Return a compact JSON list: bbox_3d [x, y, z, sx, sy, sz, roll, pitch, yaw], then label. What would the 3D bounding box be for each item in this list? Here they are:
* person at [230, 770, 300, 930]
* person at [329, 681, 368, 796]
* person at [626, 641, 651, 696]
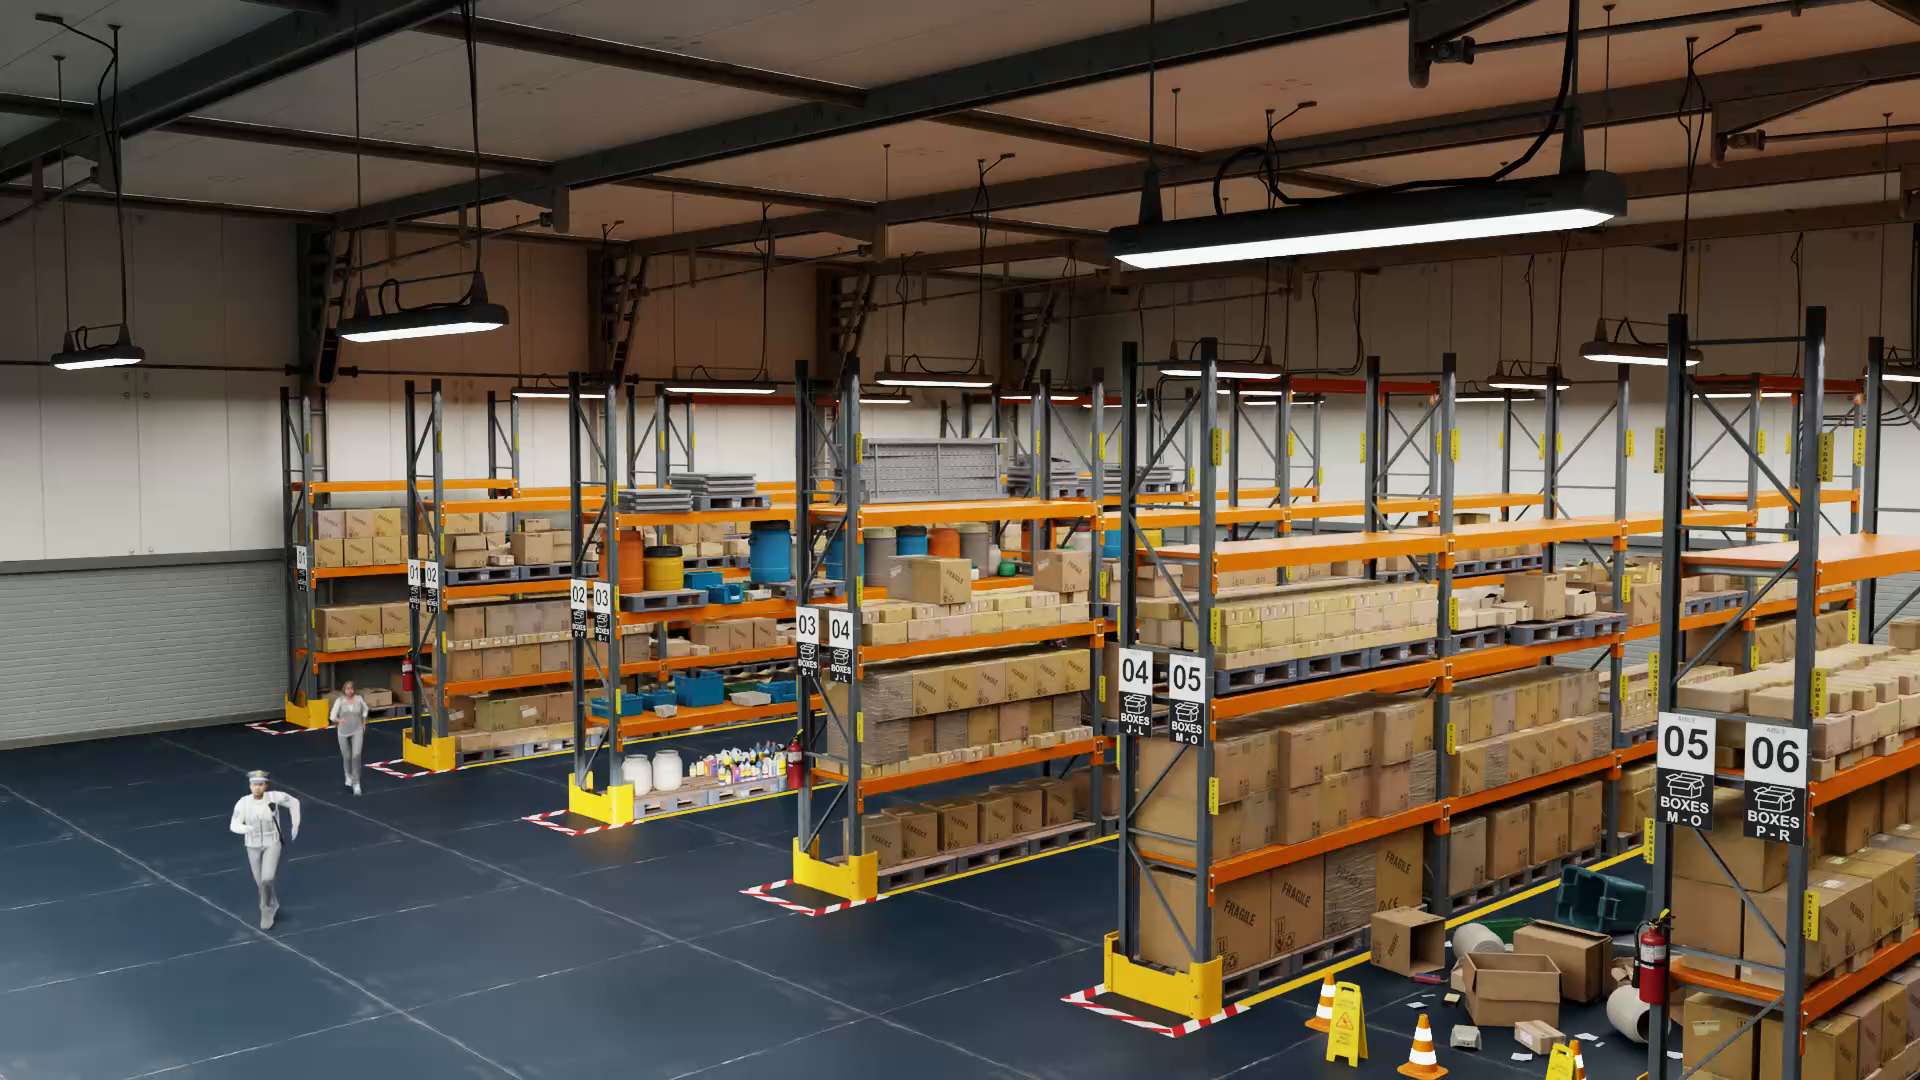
[{"bbox_3d":[-7.262,3.212,17.393,0.641,1.675,0.788,-1,4,-13],"label":"person"},{"bbox_3d":[-8.811,2.837,23.995,0.524,1.639,0.729,-1,4,-20],"label":"person"},{"bbox_3d":[-5.946,2.360,30.341,0.692,1.724,0.582,3,5,41],"label":"person"}]
